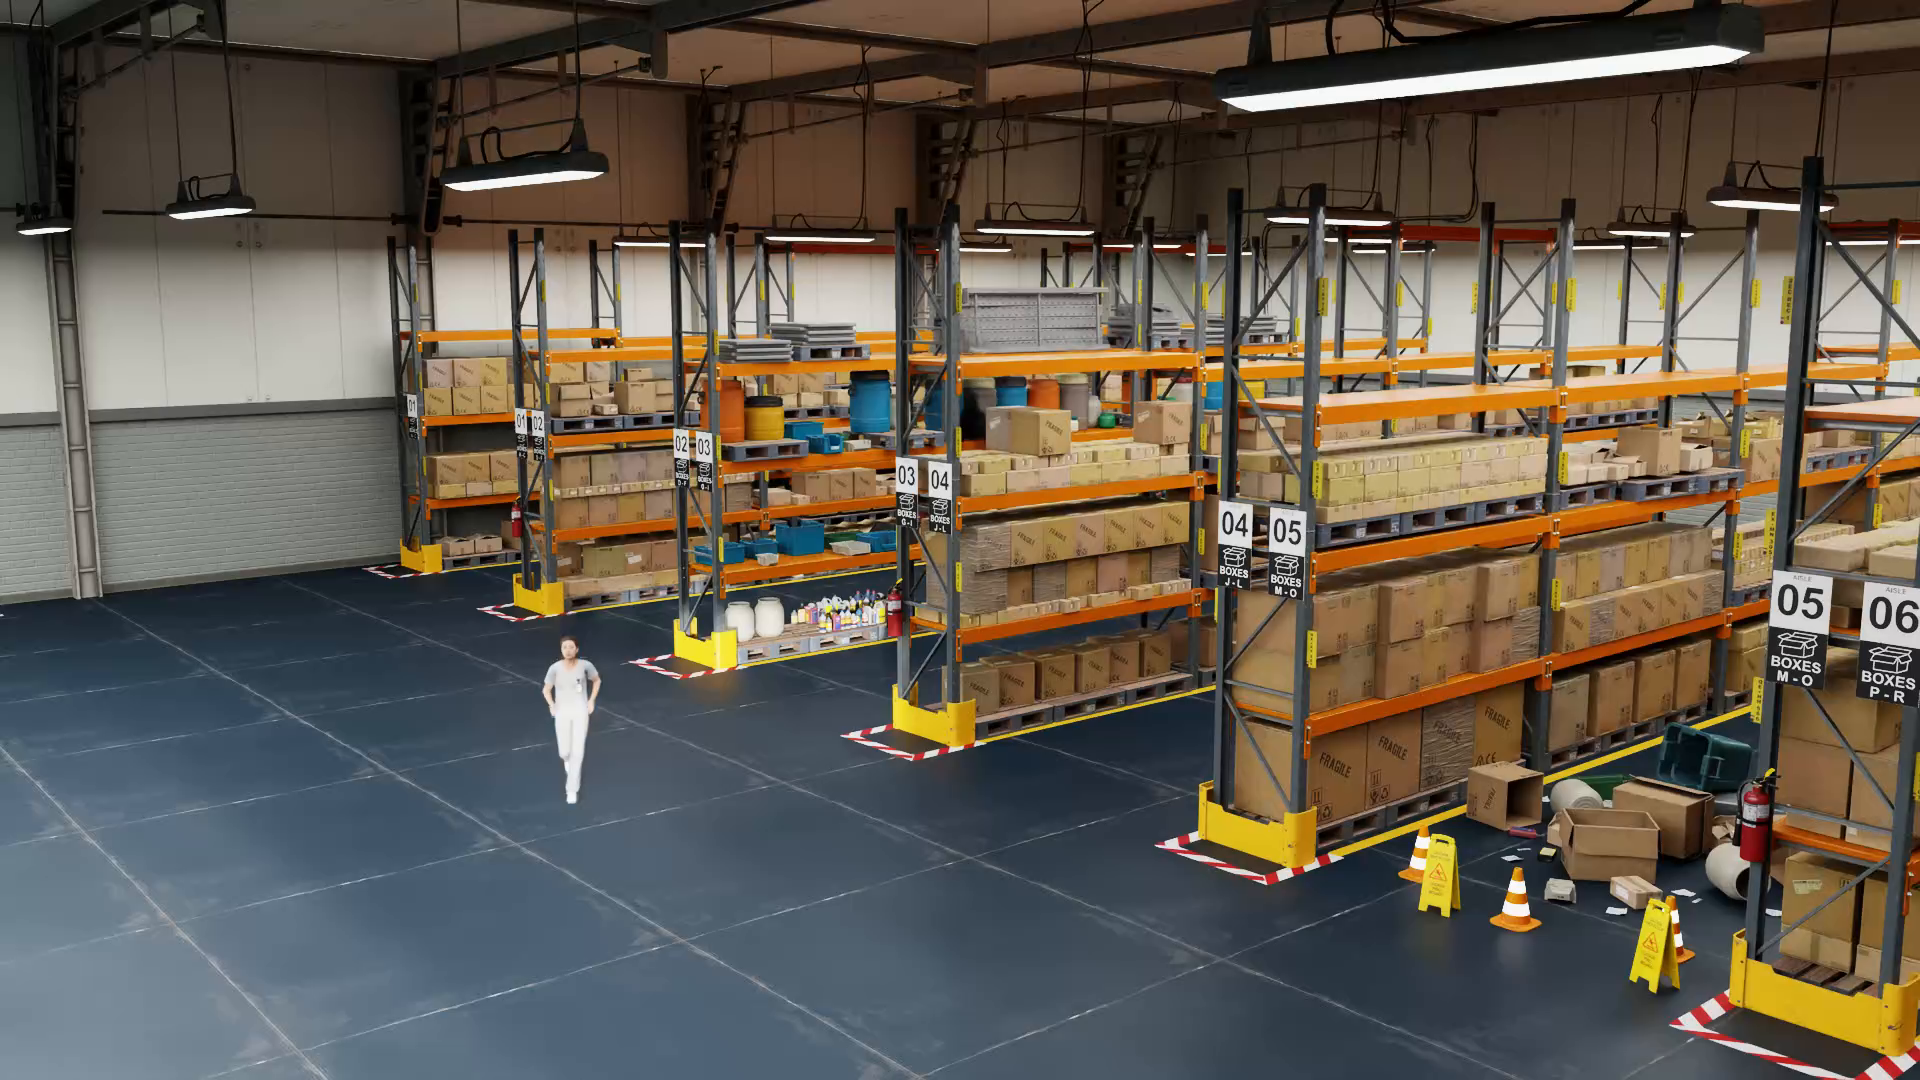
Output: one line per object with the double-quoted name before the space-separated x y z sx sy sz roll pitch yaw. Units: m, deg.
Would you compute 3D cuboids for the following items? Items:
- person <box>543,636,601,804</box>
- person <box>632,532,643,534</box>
"person" -3.945 1.781 16.947 0.576 1.652 0.809 -2 9 -10
"person" -5.674 -0.197 29.416 0.627 1.746 0.656 -8 12 -42
